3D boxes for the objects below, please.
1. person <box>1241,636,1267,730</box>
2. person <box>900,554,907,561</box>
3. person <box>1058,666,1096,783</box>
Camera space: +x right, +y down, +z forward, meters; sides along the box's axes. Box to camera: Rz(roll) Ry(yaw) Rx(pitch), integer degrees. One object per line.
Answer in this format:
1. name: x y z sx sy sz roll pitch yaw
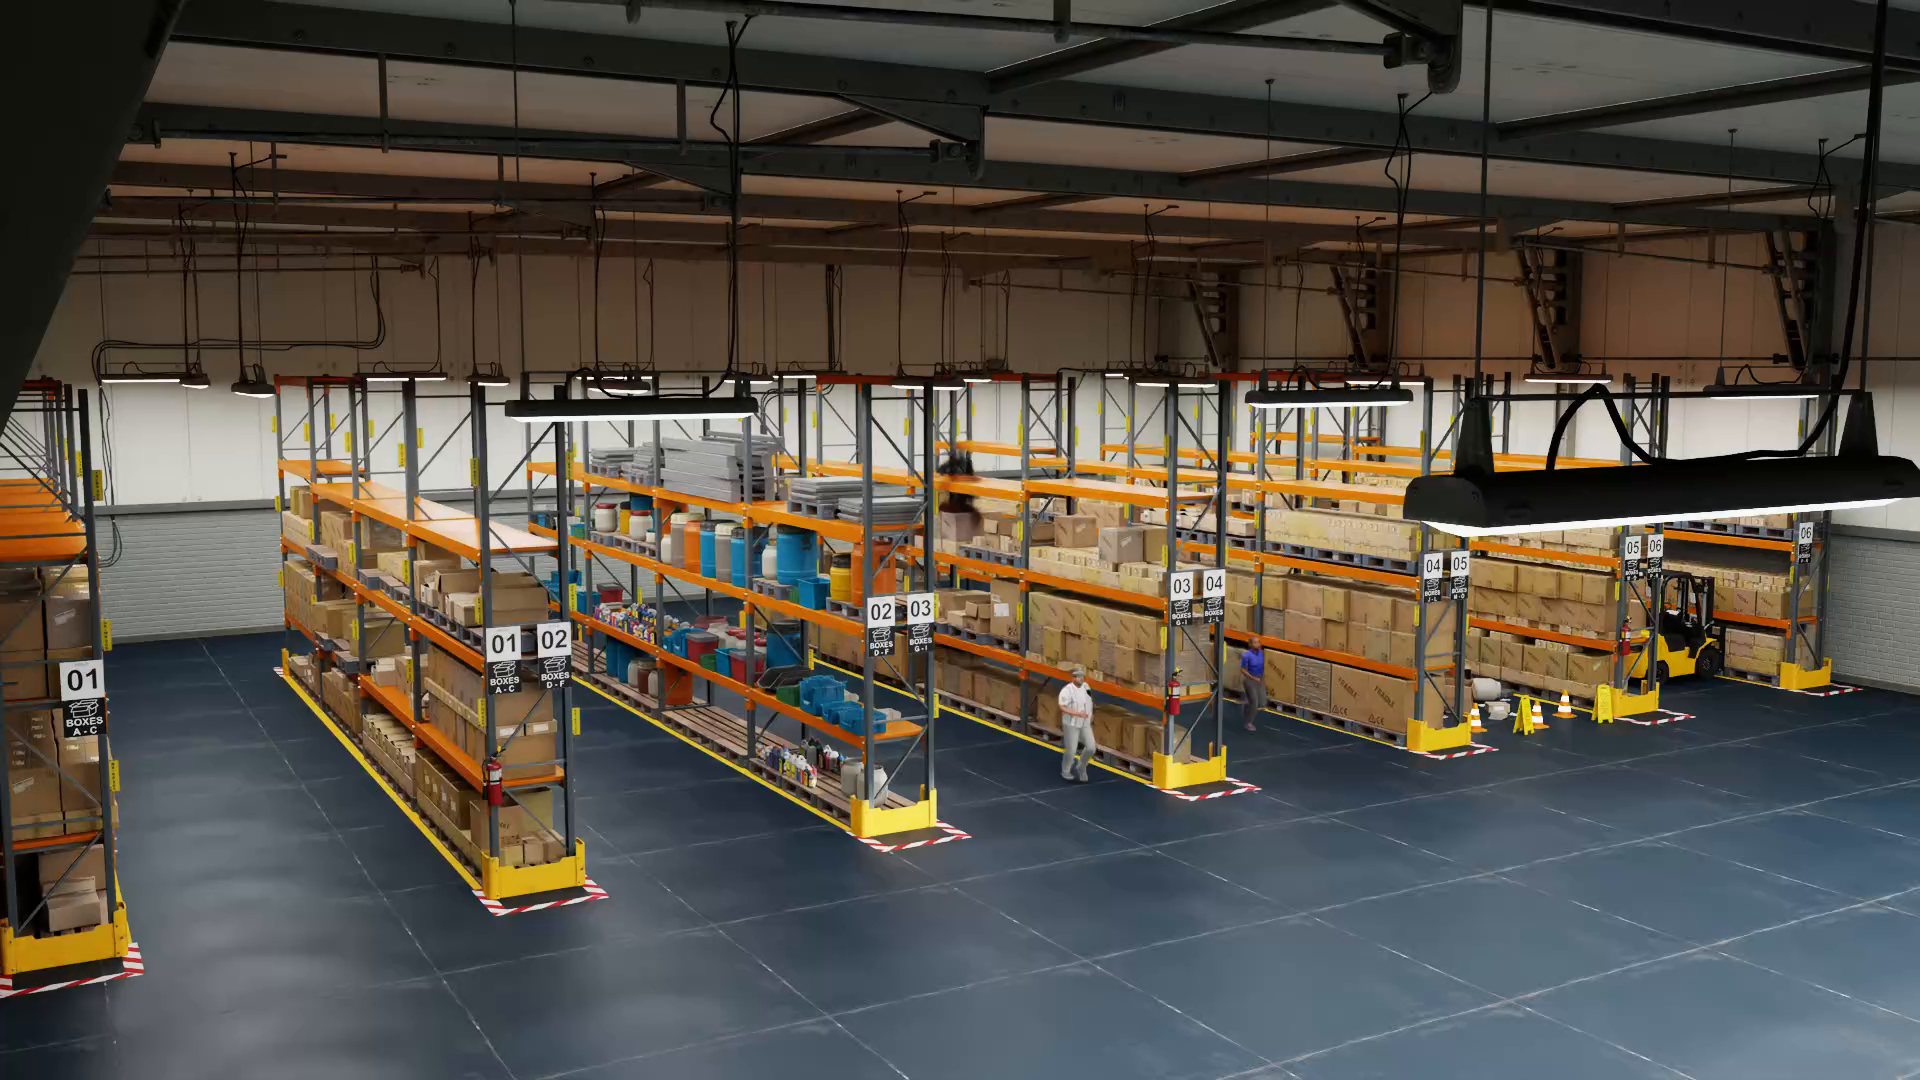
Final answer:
1. person: 5.012 2.445 28.370 0.556 1.606 0.609 -4 7 -32
2. person: -1.395 1.038 40.871 0.607 1.663 0.806 3 7 23
3. person: 1.778 2.761 24.774 0.681 1.811 0.699 -3 7 -29
